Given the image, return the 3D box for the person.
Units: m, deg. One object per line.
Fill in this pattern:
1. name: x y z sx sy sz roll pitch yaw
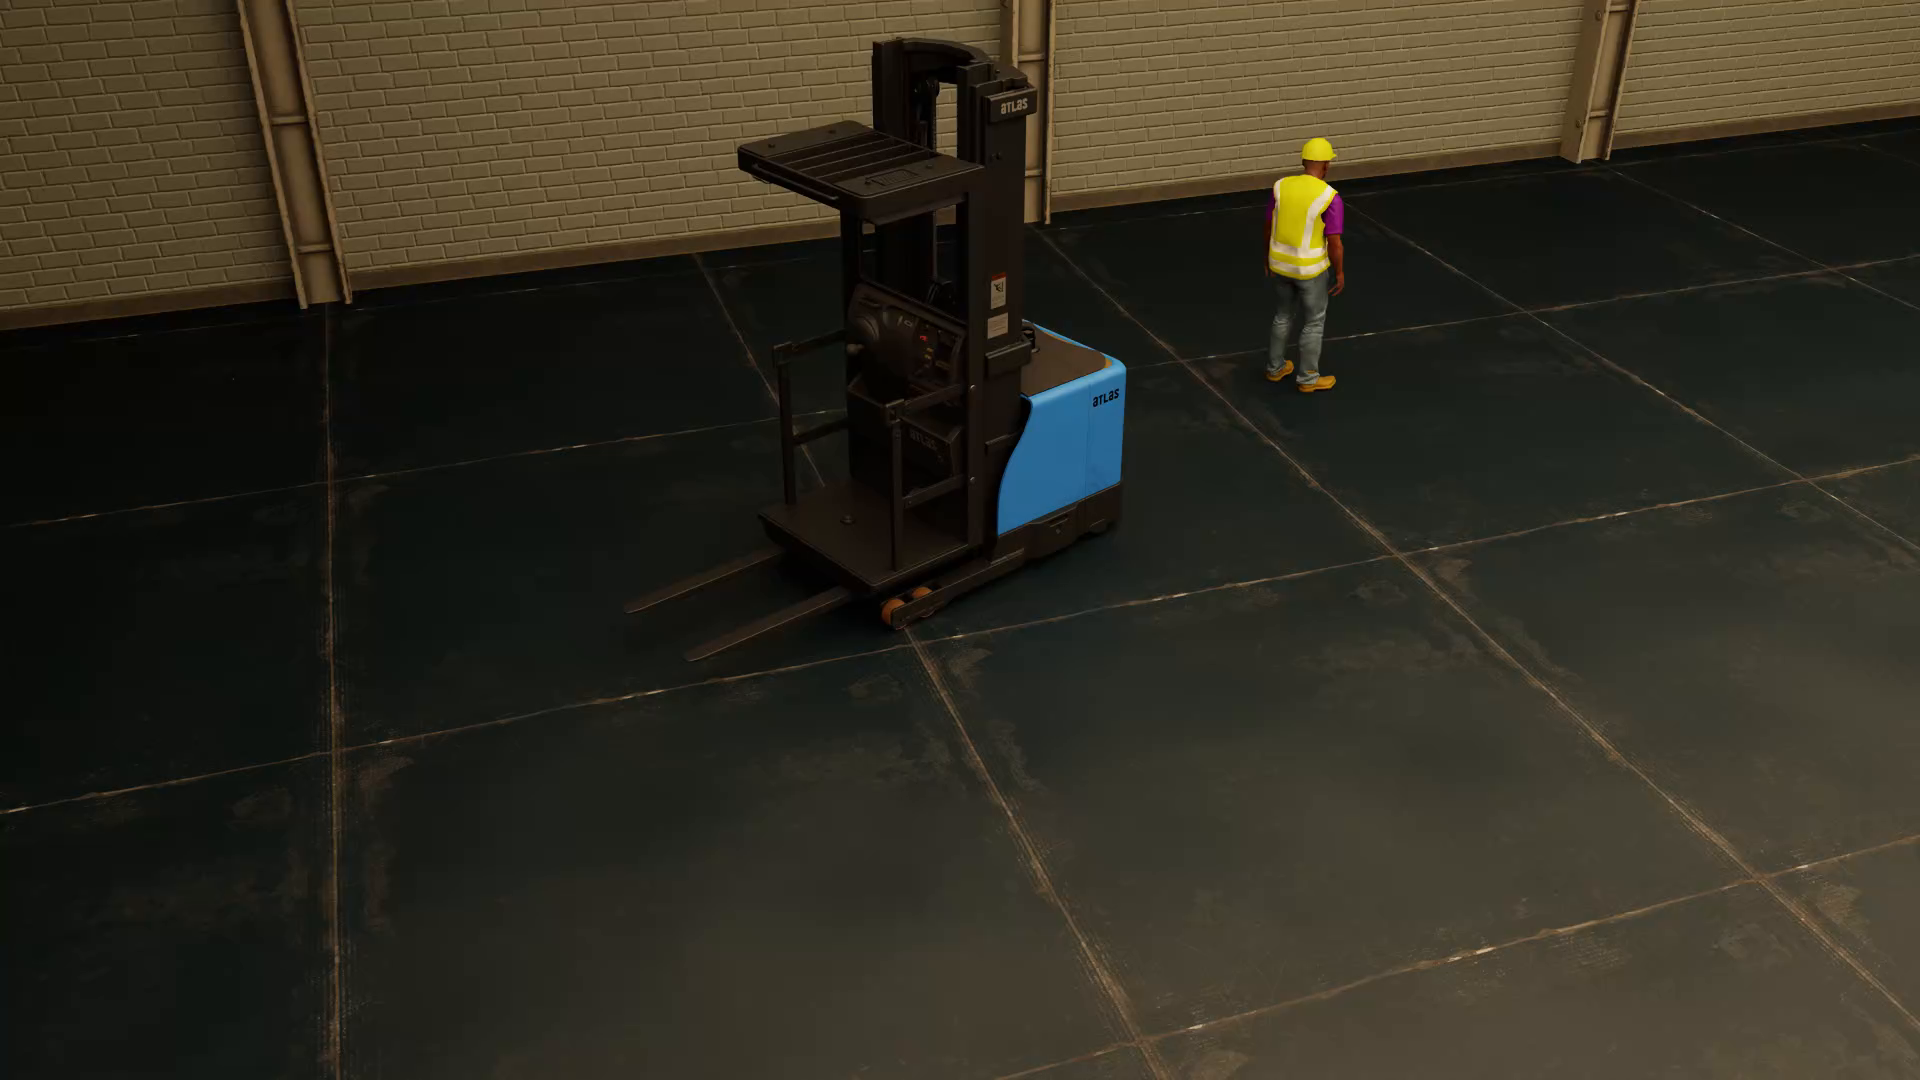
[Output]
1. person: 2.393 -1.919 11.600 0.636 1.761 0.454 26 39 38

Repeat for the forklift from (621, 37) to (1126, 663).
1. forklift: -0.461 -1.072 8.951 3.031 2.935 1.130 -23 37 -34
